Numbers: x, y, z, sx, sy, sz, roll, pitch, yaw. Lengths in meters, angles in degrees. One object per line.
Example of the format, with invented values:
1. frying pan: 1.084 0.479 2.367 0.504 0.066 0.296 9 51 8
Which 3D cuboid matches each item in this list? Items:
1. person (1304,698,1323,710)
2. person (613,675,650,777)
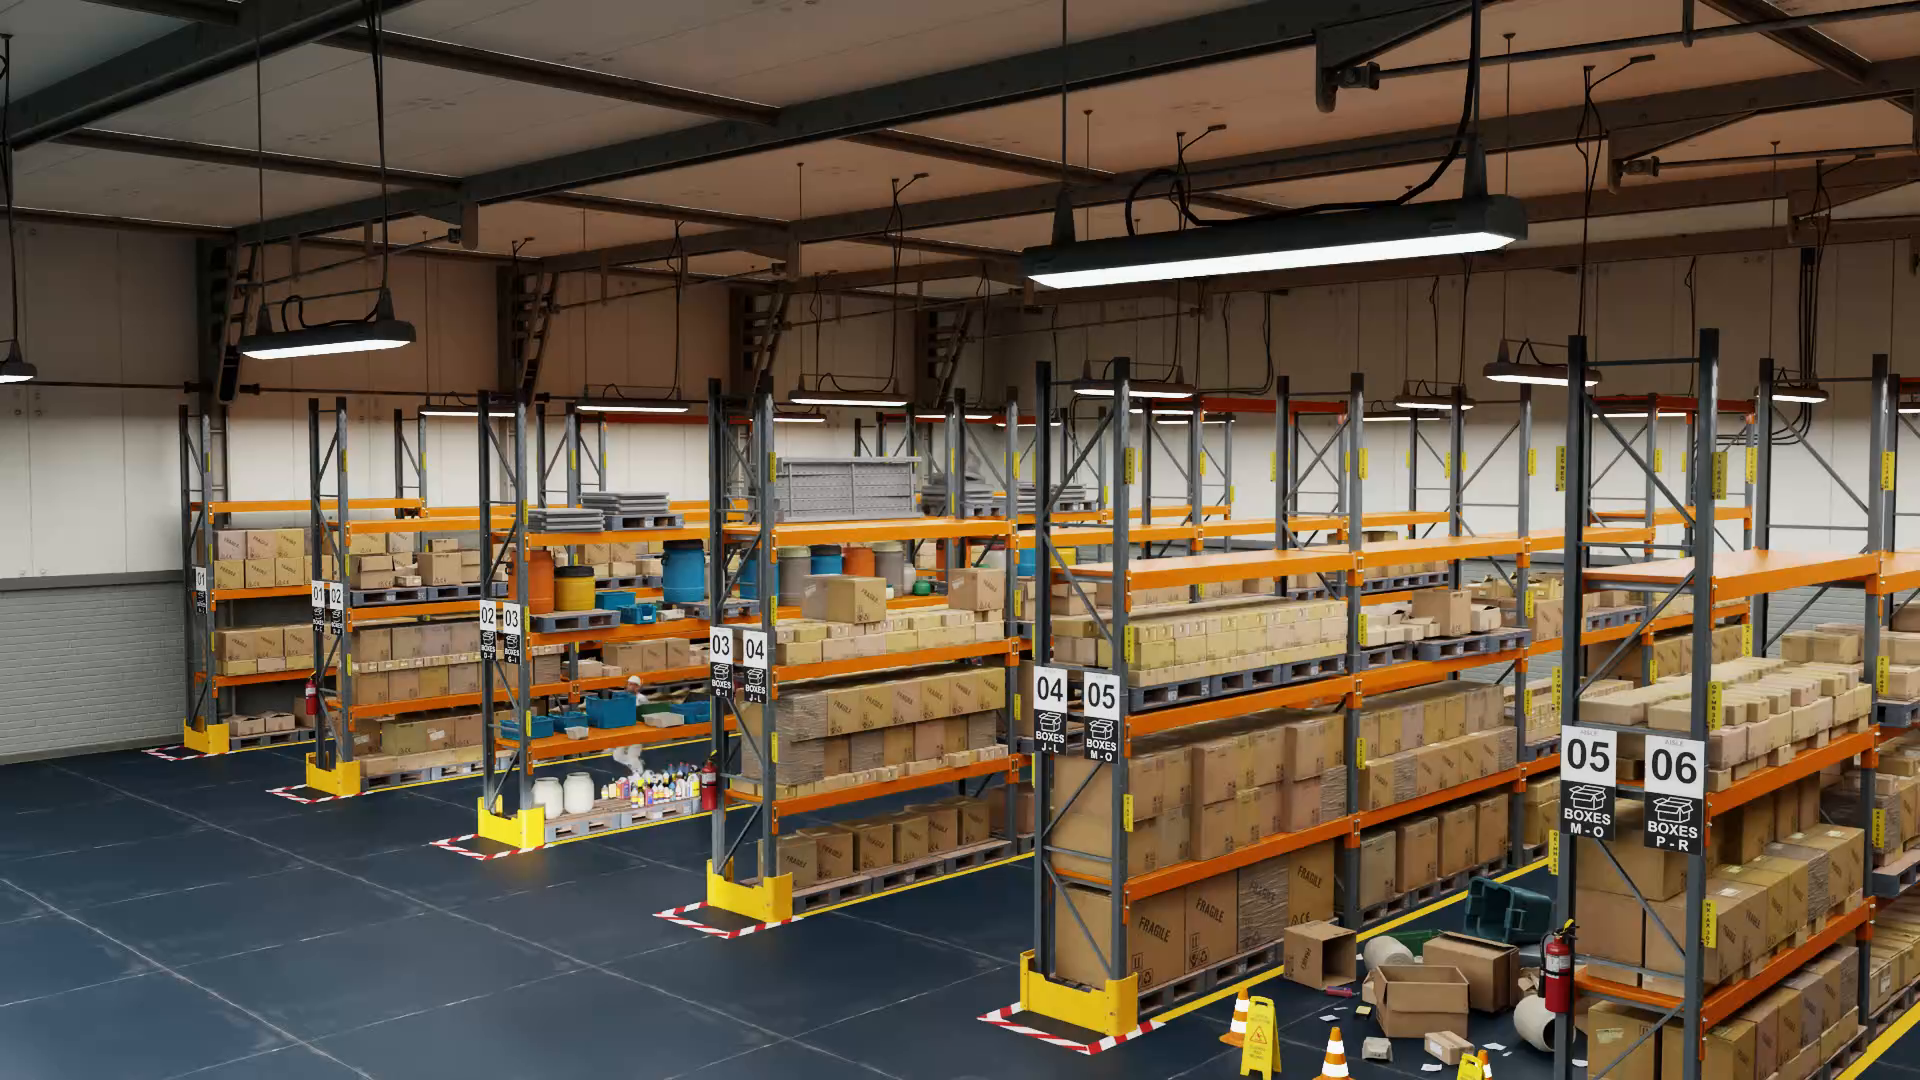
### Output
1. person: 5.063 3.035 23.835 0.702 1.730 0.649 2 4 38
2. person: -5.049 2.949 25.462 0.655 1.741 0.583 2 4 33
